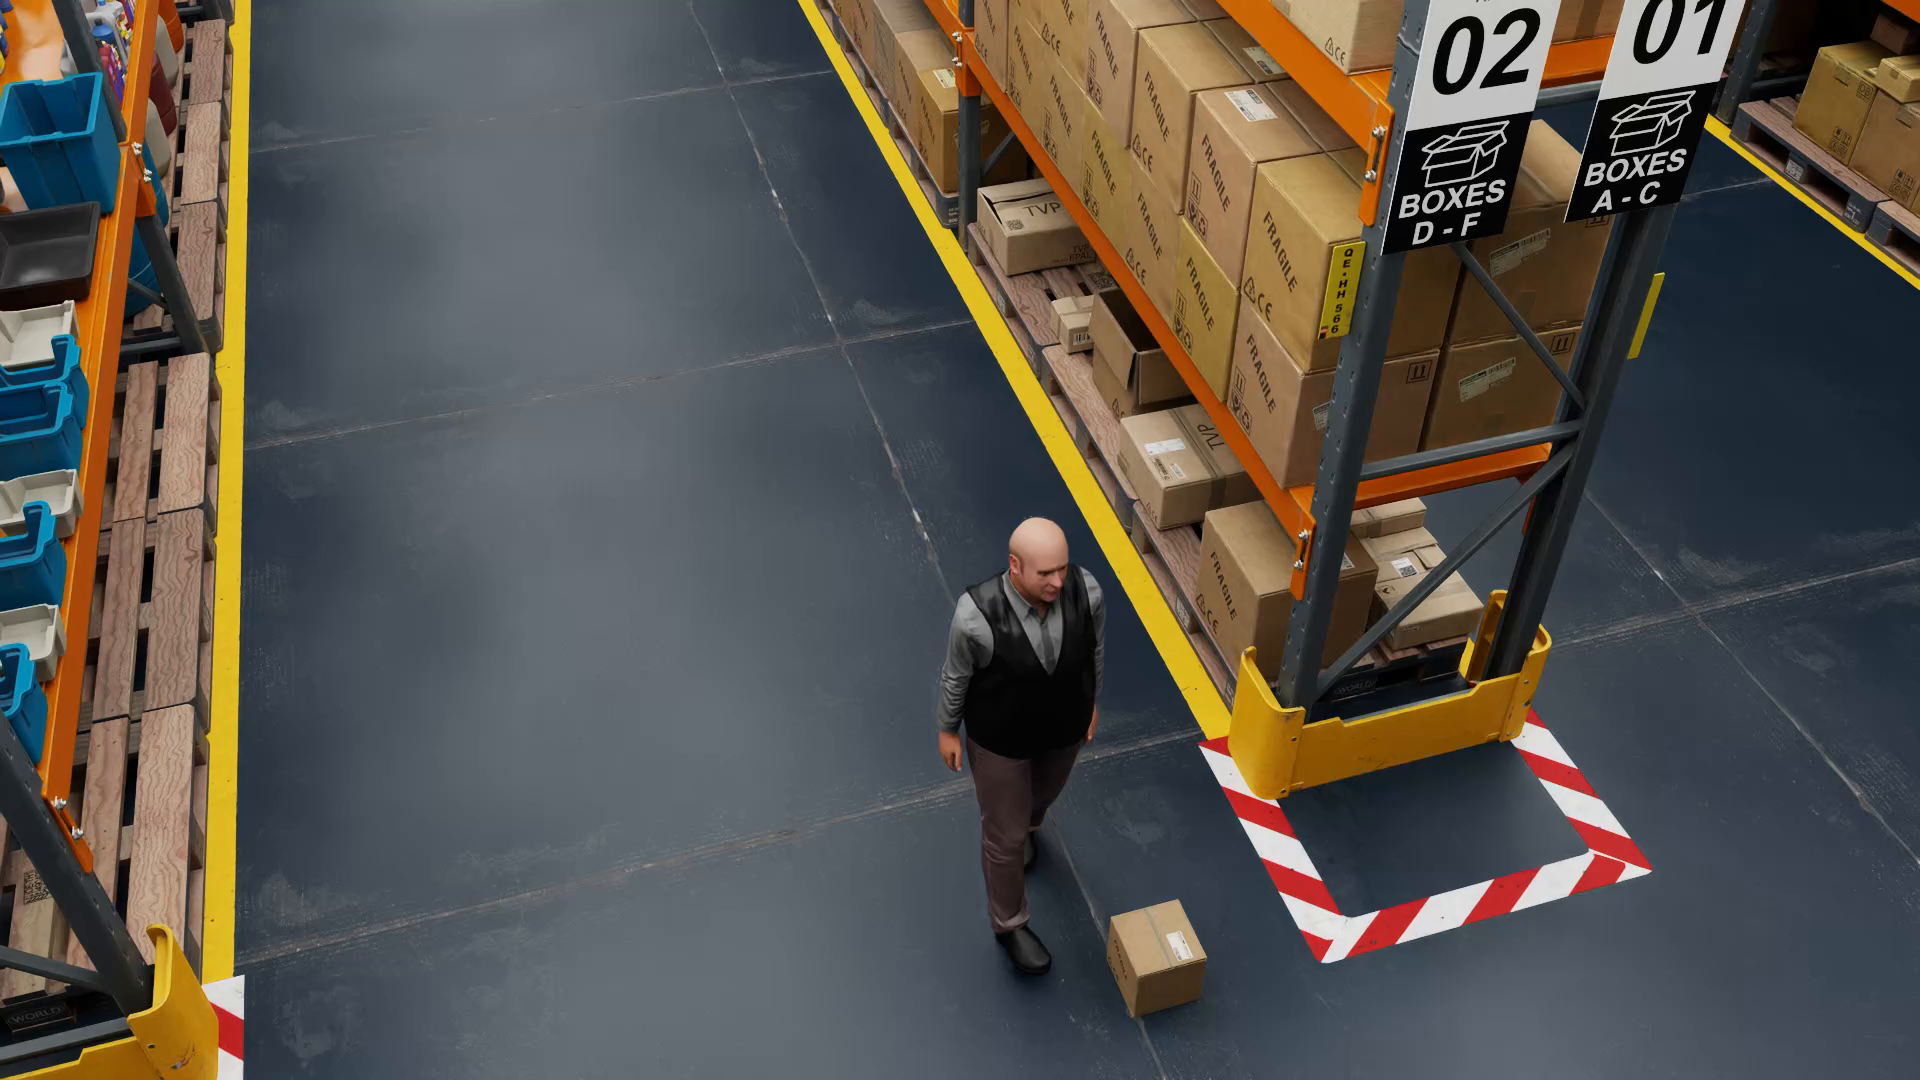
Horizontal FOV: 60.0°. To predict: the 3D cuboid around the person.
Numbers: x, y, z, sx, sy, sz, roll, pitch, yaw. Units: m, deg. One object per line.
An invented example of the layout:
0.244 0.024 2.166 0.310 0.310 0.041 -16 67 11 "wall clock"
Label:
0.240 0.653 5.452 0.576 1.713 0.742 -15 44 -17 "person"
